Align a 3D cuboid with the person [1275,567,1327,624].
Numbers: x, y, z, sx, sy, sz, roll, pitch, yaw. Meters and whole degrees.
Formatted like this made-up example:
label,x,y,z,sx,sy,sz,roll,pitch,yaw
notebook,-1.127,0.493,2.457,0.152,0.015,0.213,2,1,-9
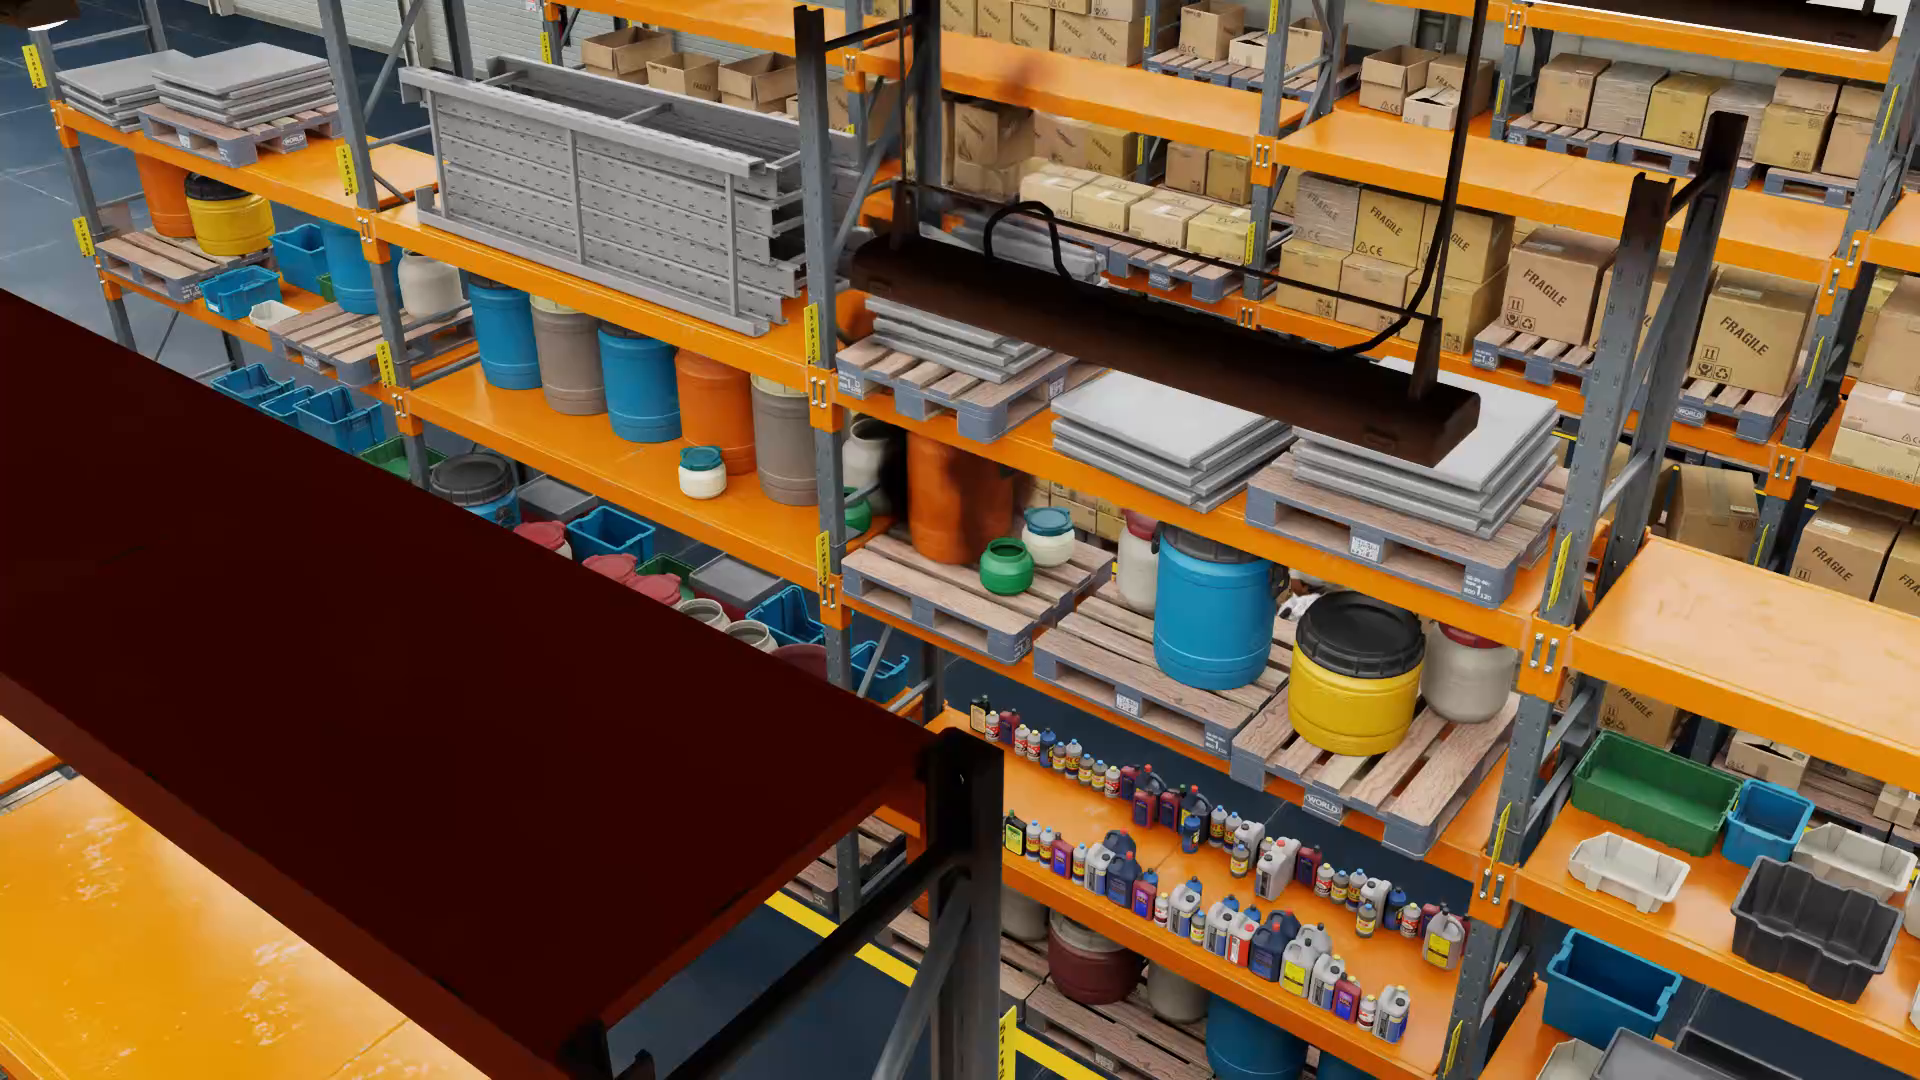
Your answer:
label,x,y,z,sx,sy,sz,roll,pitch,yaw
person,2.382,0.906,11.649,0.763,1.737,0.593,17,35,25
